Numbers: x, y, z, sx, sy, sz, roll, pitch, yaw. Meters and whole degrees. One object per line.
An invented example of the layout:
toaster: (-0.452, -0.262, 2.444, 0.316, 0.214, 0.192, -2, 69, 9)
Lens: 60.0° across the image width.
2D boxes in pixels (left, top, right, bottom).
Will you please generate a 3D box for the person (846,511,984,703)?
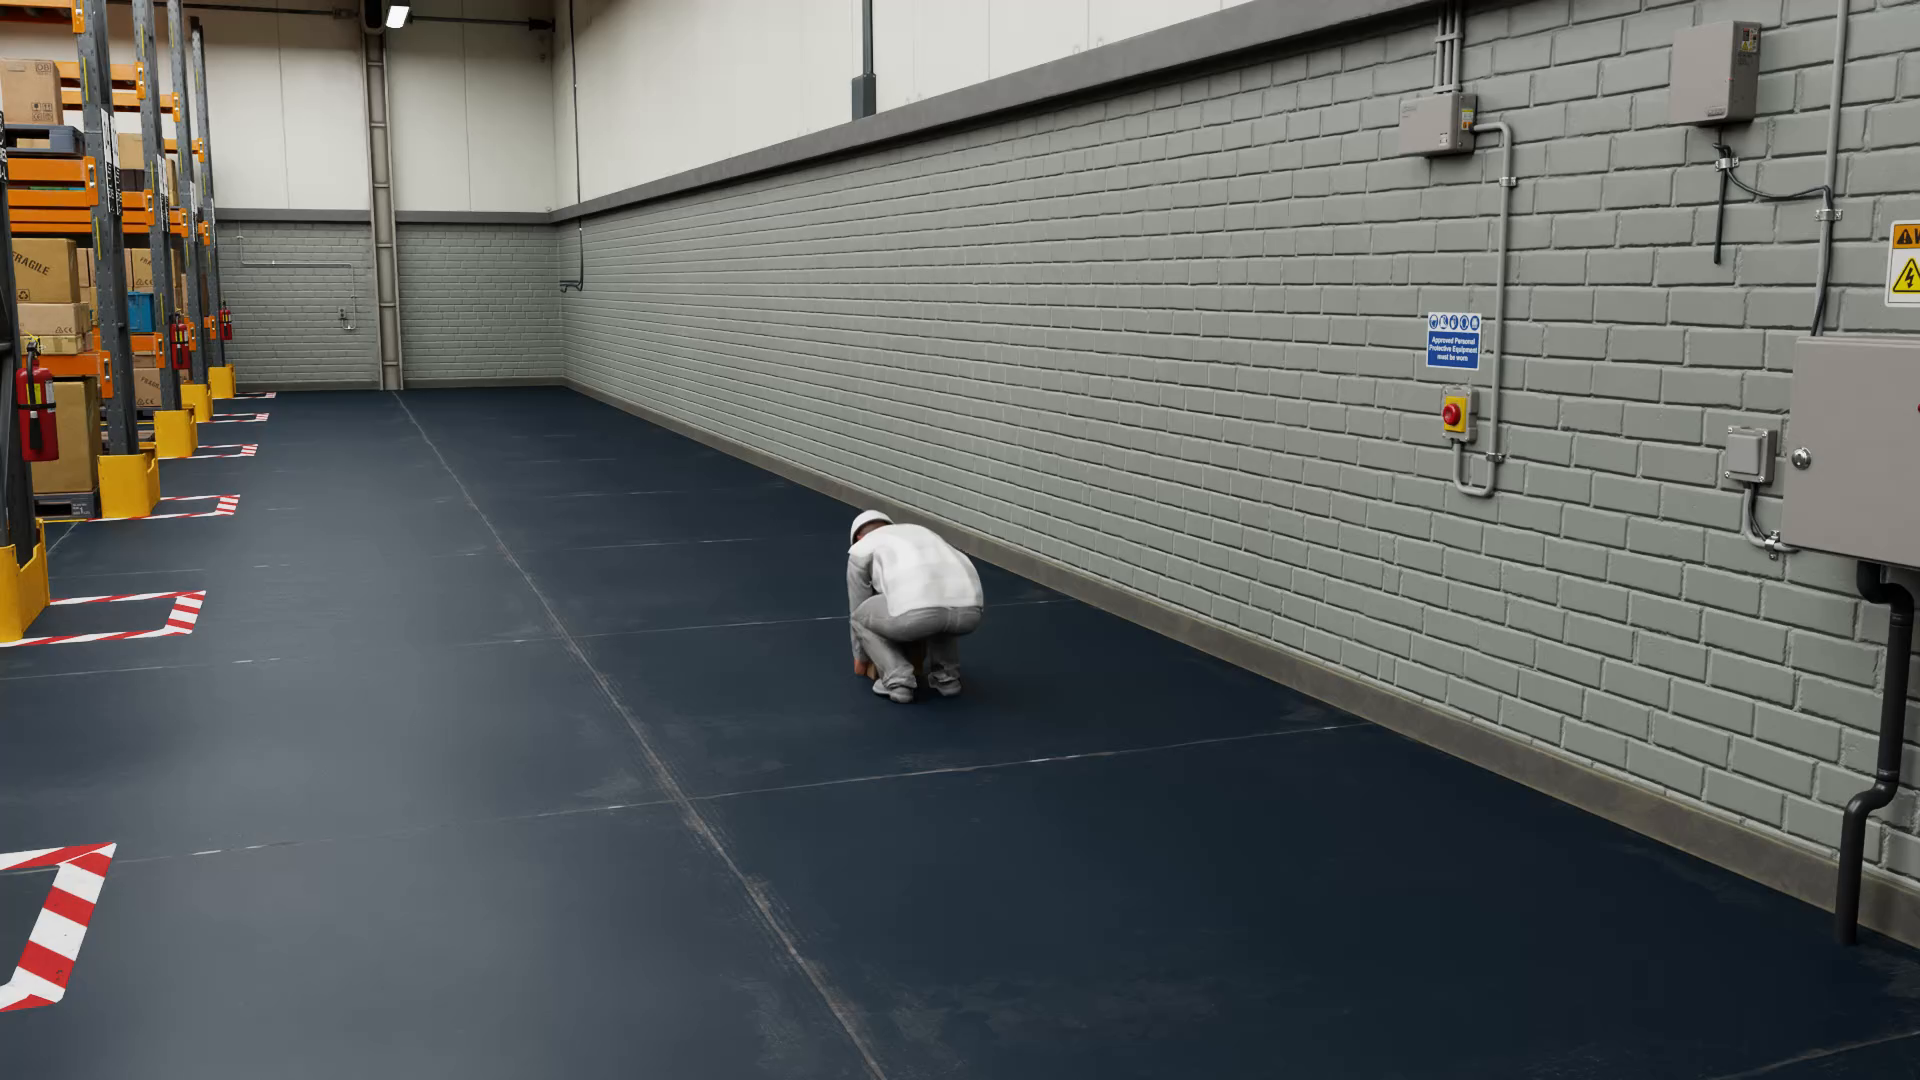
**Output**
person: (-0.249, 0.329, 7.717, 0.511, 0.849, 0.967, -4, 9, -22)
